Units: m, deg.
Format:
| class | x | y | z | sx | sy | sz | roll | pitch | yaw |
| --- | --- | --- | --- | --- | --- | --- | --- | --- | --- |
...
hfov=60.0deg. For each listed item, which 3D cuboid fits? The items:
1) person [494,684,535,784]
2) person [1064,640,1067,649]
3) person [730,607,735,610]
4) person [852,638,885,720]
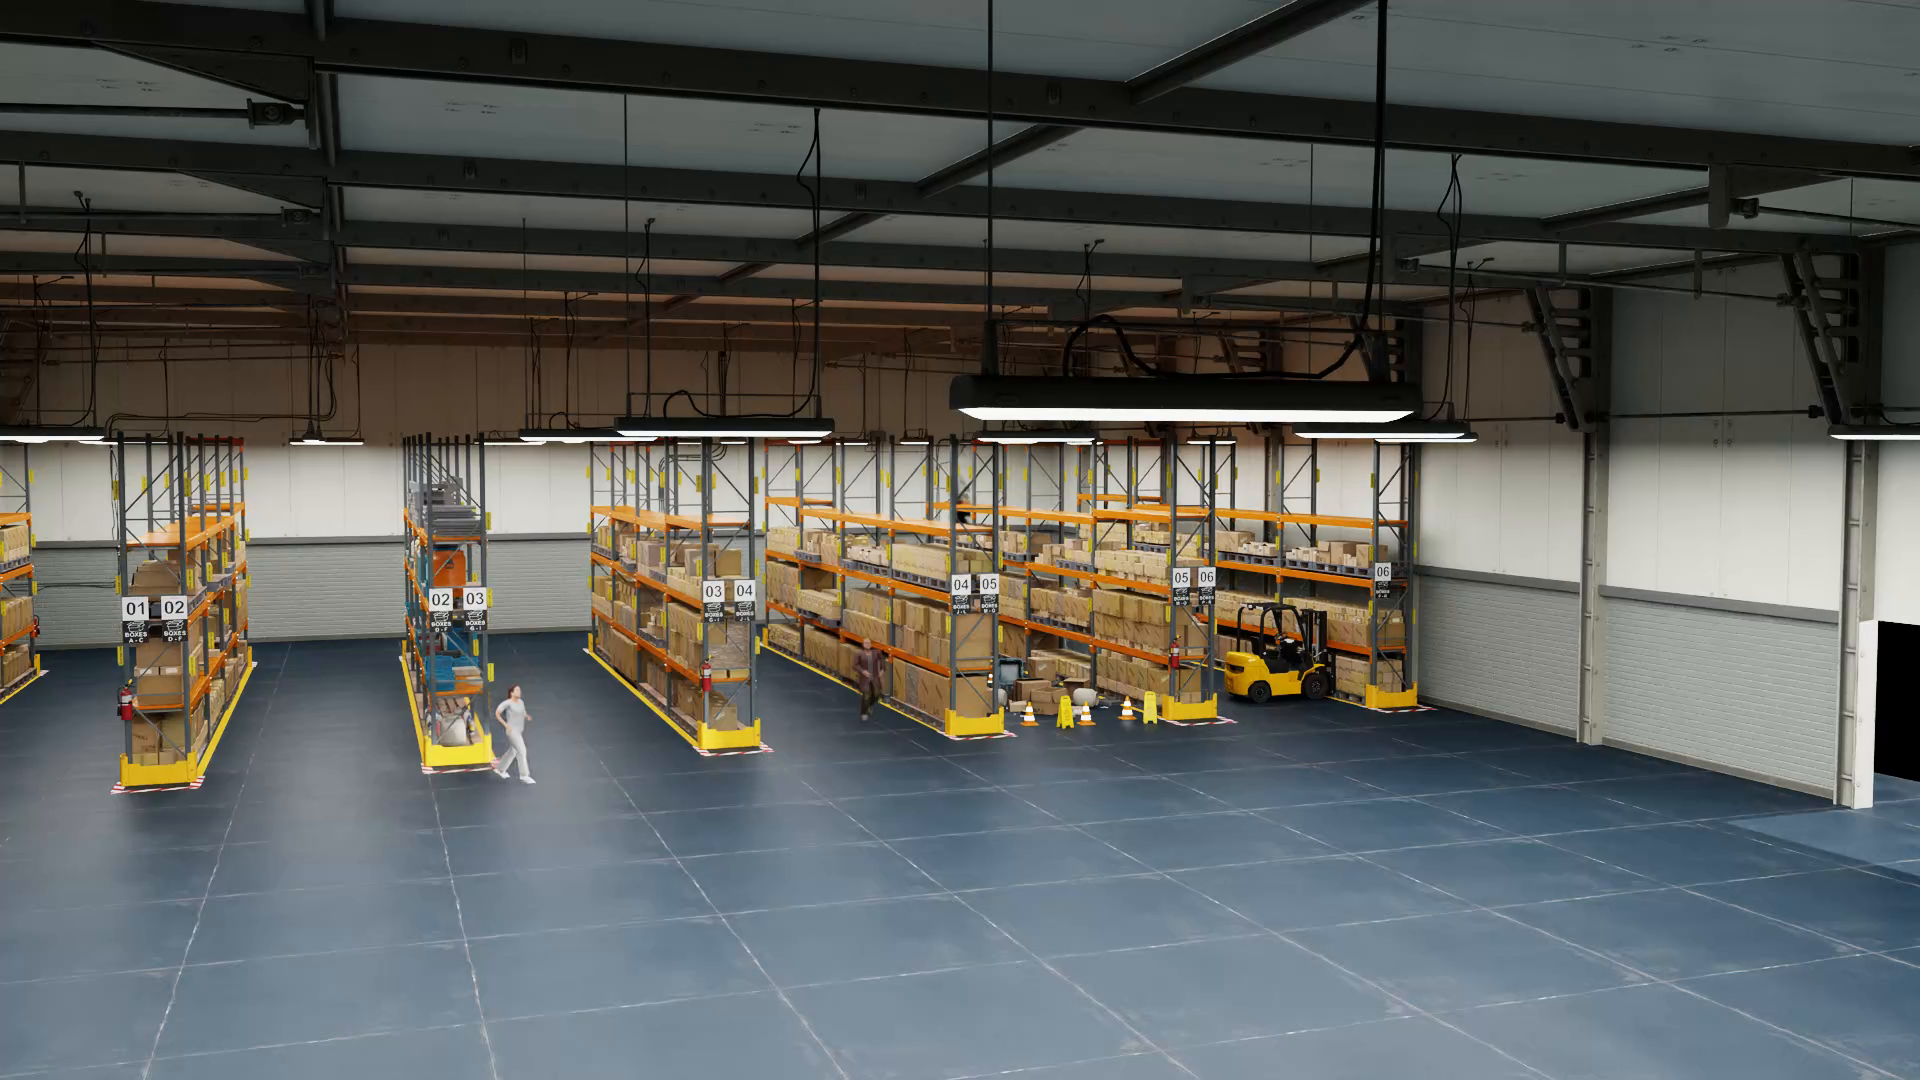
| class | x | y | z | sx | sy | sz | roll | pitch | yaw |
| --- | --- | --- | --- | --- | --- | --- | --- | --- | --- |
| person | -7.630 | 3.298 | 28.421 | 0.833 | 1.688 | 0.571 | 1 | 3 | 18 |
| person | 2.816 | 2.254 | 46.248 | 0.657 | 1.754 | 0.971 | -1 | 3 | -21 |
| person | -6.686 | 2.260 | 48.873 | 0.730 | 1.493 | 0.480 | 2 | 4 | 29 |
| person | -1.891 | 2.925 | 34.838 | 0.741 | 1.738 | 0.765 | -1 | 3 | -15 |
